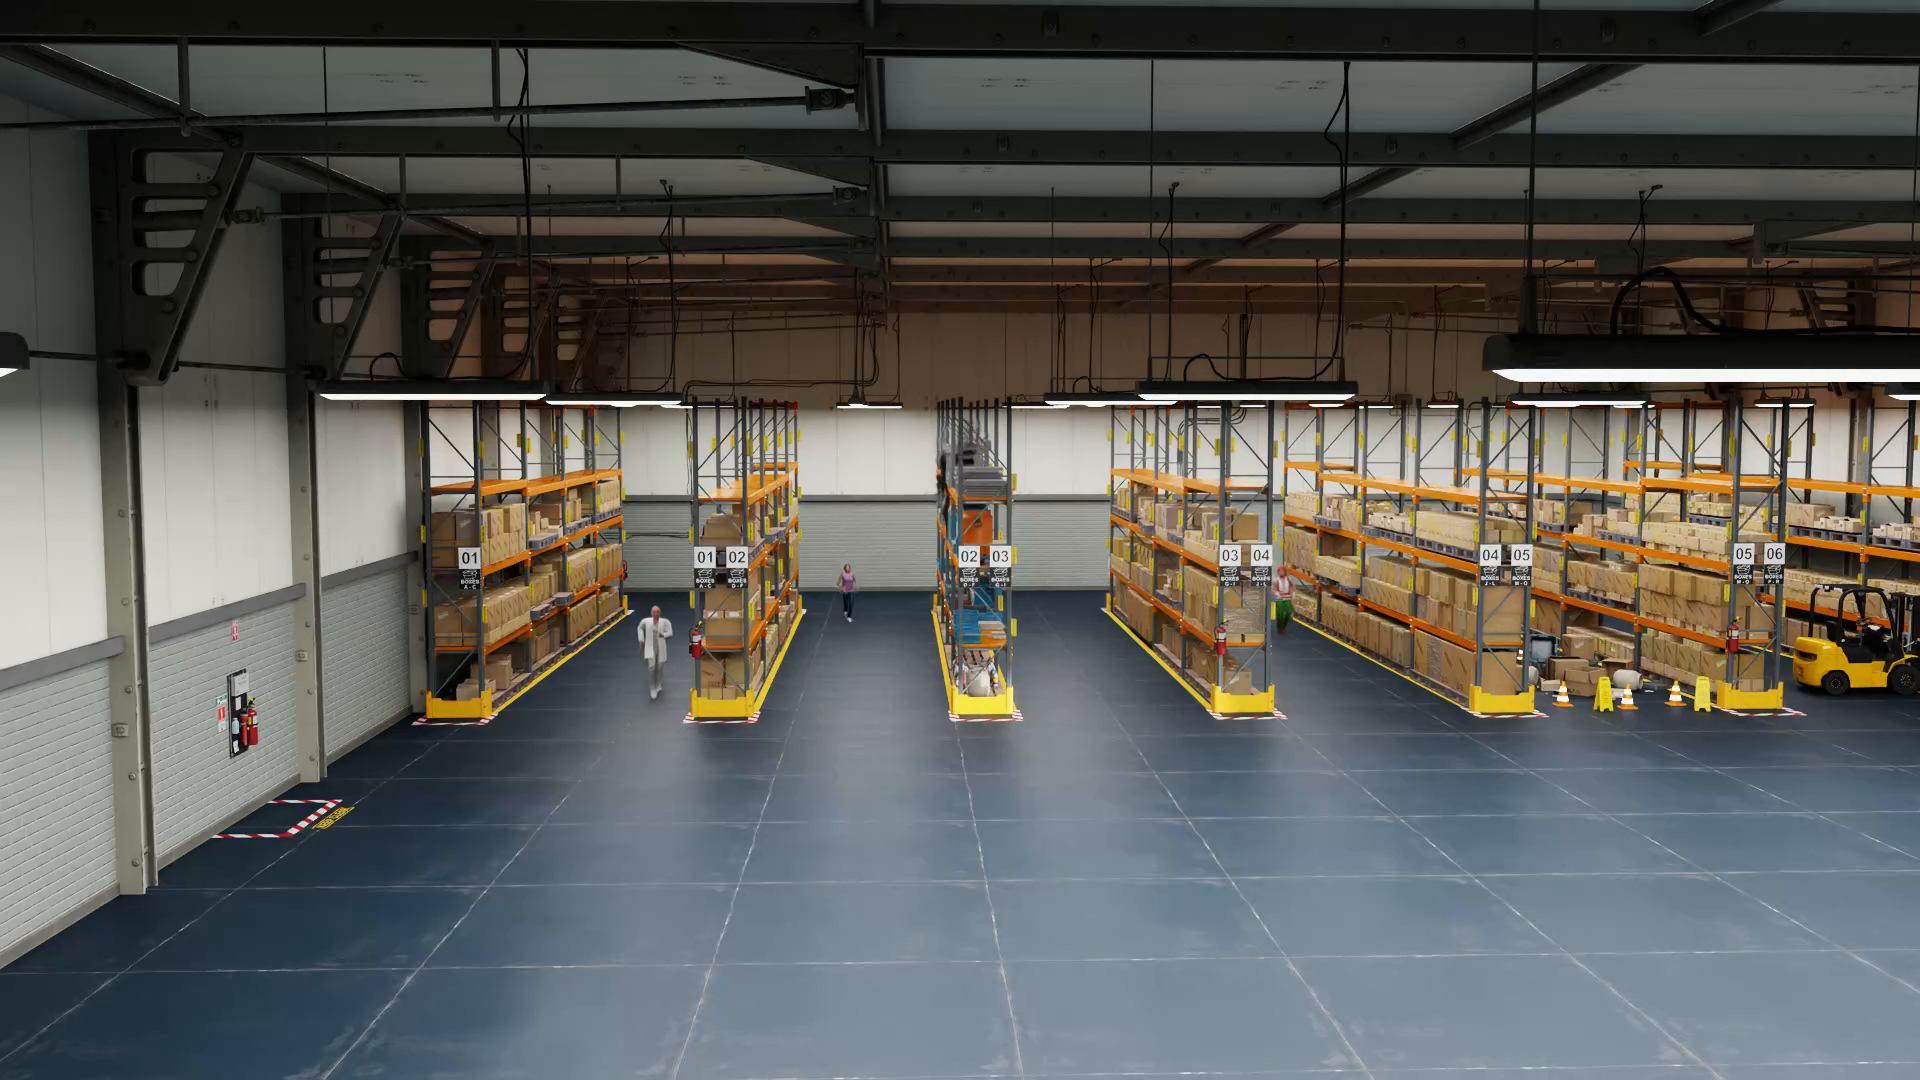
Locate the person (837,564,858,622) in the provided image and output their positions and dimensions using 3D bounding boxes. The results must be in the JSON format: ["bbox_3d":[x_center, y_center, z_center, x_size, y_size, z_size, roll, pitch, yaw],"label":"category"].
[{"bbox_3d":[-3.078,1.442,45.565,0.589,1.586,0.590,-2,5,-20],"label":"person"}]

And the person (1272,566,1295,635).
[{"bbox_3d":[8.288,1.554,42.610,0.672,1.756,0.661,0,4,2],"label":"person"}]

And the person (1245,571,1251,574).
[{"bbox_3d":[8.204,1.154,48.169,0.704,1.797,0.666,-4,6,-43],"label":"person"}]

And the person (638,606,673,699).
[{"bbox_3d":[-6.127,2.245,33.523,0.666,1.847,0.937,-1,5,-15],"label":"person"}]
